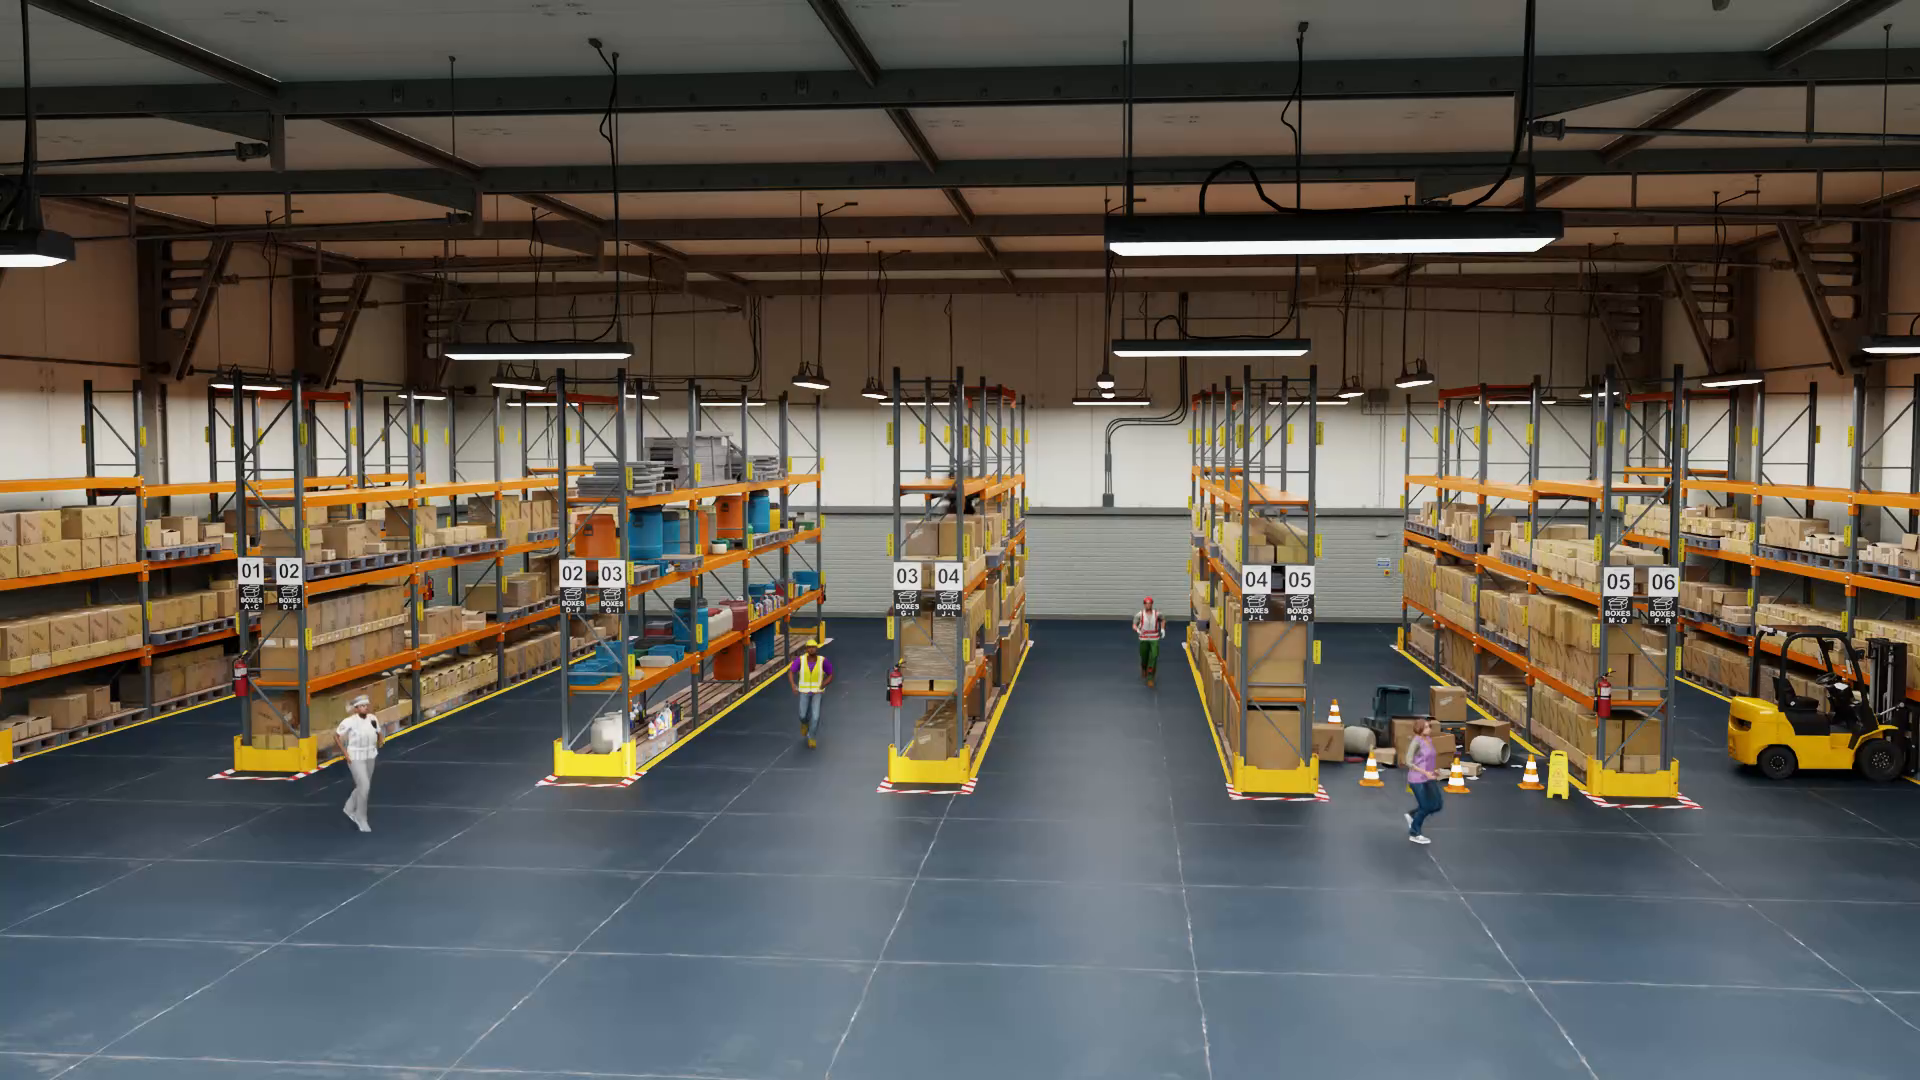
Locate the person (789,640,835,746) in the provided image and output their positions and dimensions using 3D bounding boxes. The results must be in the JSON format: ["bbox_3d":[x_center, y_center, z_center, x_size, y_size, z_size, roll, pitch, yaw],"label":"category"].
[{"bbox_3d":[-2.406,2.470,26.943,0.756,1.720,0.559,0,4,-2],"label":"person"}]

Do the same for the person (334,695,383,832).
[{"bbox_3d":[-7.697,2.845,21.341,0.708,1.773,0.601,3,4,36],"label":"person"}]

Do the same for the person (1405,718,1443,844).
[{"bbox_3d":[5.675,2.954,20.402,0.512,1.554,0.529,-3,5,-42],"label":"person"}]

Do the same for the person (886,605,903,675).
[{"bbox_3d":[-1.187,1.982,34.511,0.689,1.827,0.832,0,4,1],"label":"person"}]

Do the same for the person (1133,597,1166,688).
[{"bbox_3d":[3.812,2.029,33.505,0.669,1.779,1.006,0,4,4],"label":"person"}]
